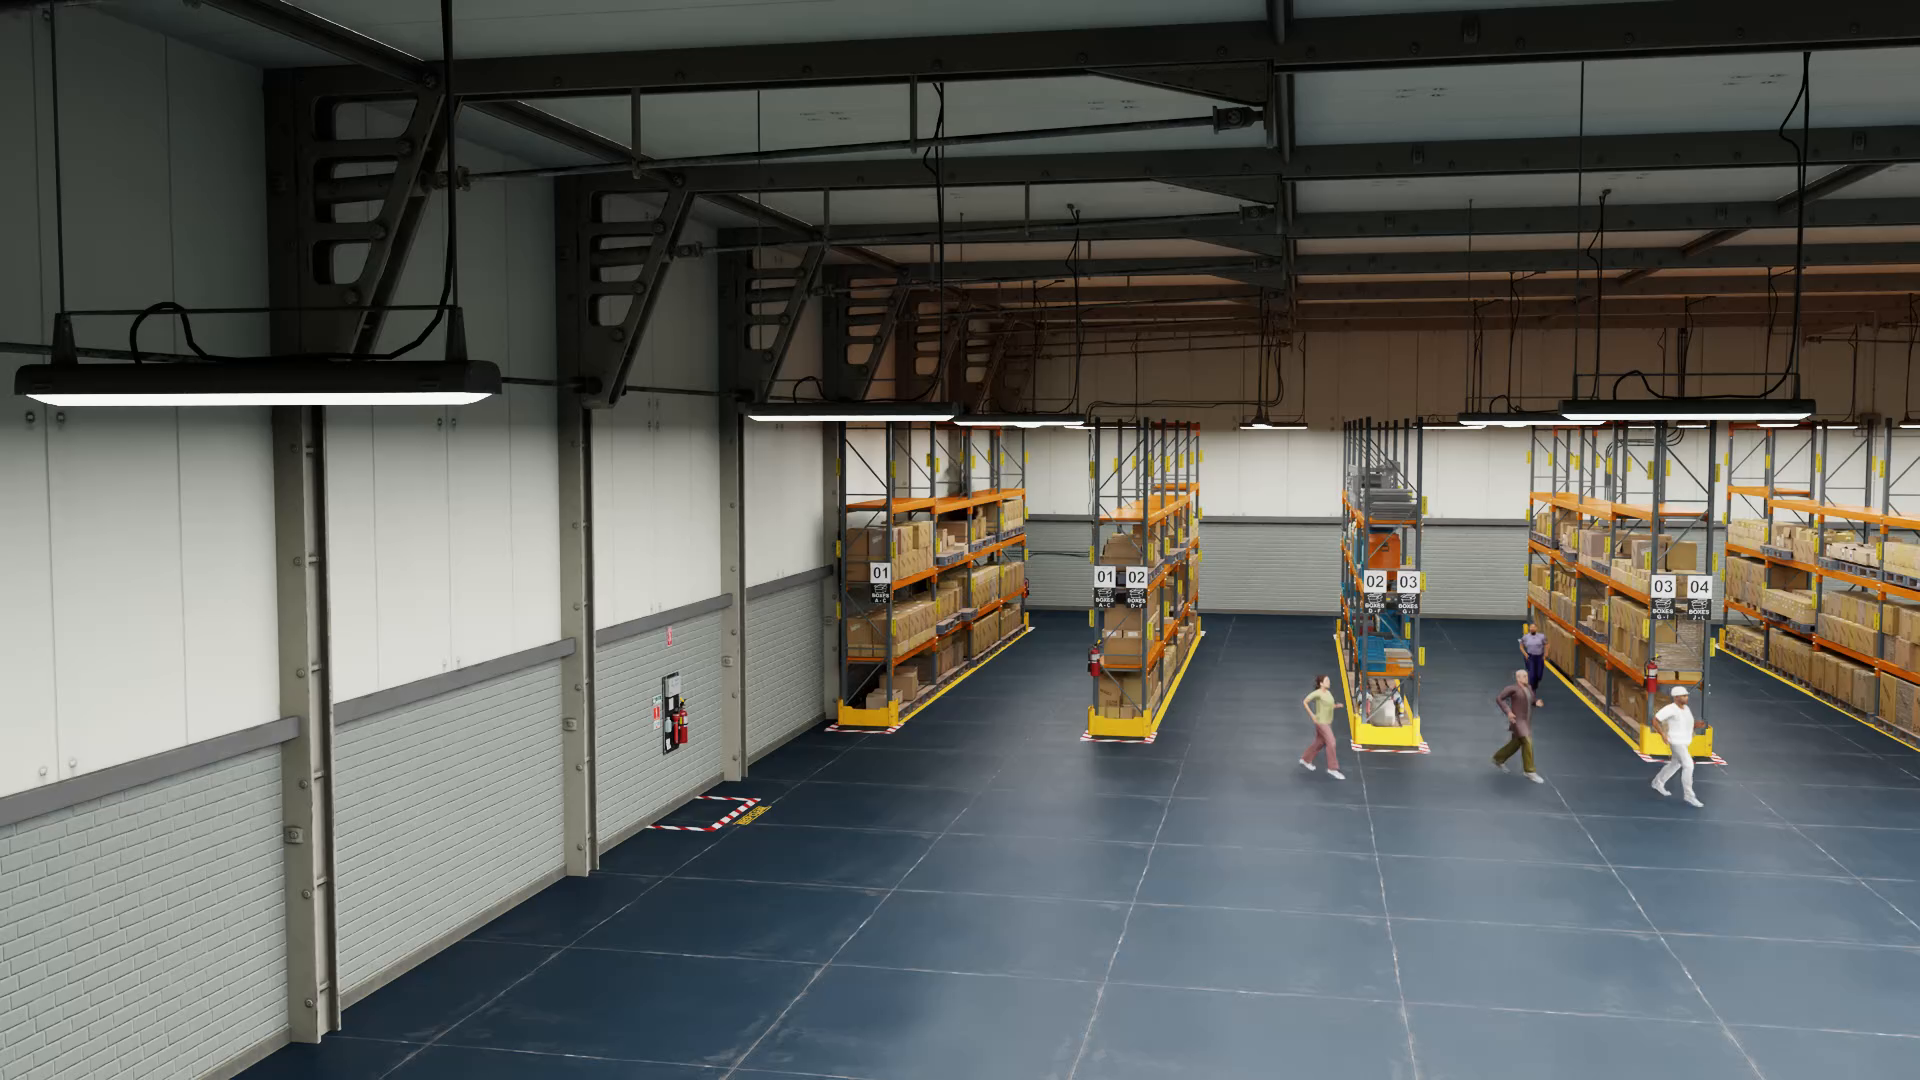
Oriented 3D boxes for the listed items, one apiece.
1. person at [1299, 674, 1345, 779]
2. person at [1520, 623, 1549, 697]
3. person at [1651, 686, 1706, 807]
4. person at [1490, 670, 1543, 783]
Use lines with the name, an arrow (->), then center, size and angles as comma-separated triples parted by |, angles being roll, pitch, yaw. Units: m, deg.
person -> 6.038, 3.075, 27.674 | 0.872, 1.703, 0.560 | 3, 5, 36
person -> 12.451, 2.592, 36.054 | 0.615, 1.617, 0.625 | 1, 4, 17
person -> 11.101, 3.156, 25.680 | 0.686, 1.800, 0.876 | -4, 5, -44
person -> 9.262, 3.042, 27.539 | 0.679, 1.816, 0.975 | -4, 5, -44
